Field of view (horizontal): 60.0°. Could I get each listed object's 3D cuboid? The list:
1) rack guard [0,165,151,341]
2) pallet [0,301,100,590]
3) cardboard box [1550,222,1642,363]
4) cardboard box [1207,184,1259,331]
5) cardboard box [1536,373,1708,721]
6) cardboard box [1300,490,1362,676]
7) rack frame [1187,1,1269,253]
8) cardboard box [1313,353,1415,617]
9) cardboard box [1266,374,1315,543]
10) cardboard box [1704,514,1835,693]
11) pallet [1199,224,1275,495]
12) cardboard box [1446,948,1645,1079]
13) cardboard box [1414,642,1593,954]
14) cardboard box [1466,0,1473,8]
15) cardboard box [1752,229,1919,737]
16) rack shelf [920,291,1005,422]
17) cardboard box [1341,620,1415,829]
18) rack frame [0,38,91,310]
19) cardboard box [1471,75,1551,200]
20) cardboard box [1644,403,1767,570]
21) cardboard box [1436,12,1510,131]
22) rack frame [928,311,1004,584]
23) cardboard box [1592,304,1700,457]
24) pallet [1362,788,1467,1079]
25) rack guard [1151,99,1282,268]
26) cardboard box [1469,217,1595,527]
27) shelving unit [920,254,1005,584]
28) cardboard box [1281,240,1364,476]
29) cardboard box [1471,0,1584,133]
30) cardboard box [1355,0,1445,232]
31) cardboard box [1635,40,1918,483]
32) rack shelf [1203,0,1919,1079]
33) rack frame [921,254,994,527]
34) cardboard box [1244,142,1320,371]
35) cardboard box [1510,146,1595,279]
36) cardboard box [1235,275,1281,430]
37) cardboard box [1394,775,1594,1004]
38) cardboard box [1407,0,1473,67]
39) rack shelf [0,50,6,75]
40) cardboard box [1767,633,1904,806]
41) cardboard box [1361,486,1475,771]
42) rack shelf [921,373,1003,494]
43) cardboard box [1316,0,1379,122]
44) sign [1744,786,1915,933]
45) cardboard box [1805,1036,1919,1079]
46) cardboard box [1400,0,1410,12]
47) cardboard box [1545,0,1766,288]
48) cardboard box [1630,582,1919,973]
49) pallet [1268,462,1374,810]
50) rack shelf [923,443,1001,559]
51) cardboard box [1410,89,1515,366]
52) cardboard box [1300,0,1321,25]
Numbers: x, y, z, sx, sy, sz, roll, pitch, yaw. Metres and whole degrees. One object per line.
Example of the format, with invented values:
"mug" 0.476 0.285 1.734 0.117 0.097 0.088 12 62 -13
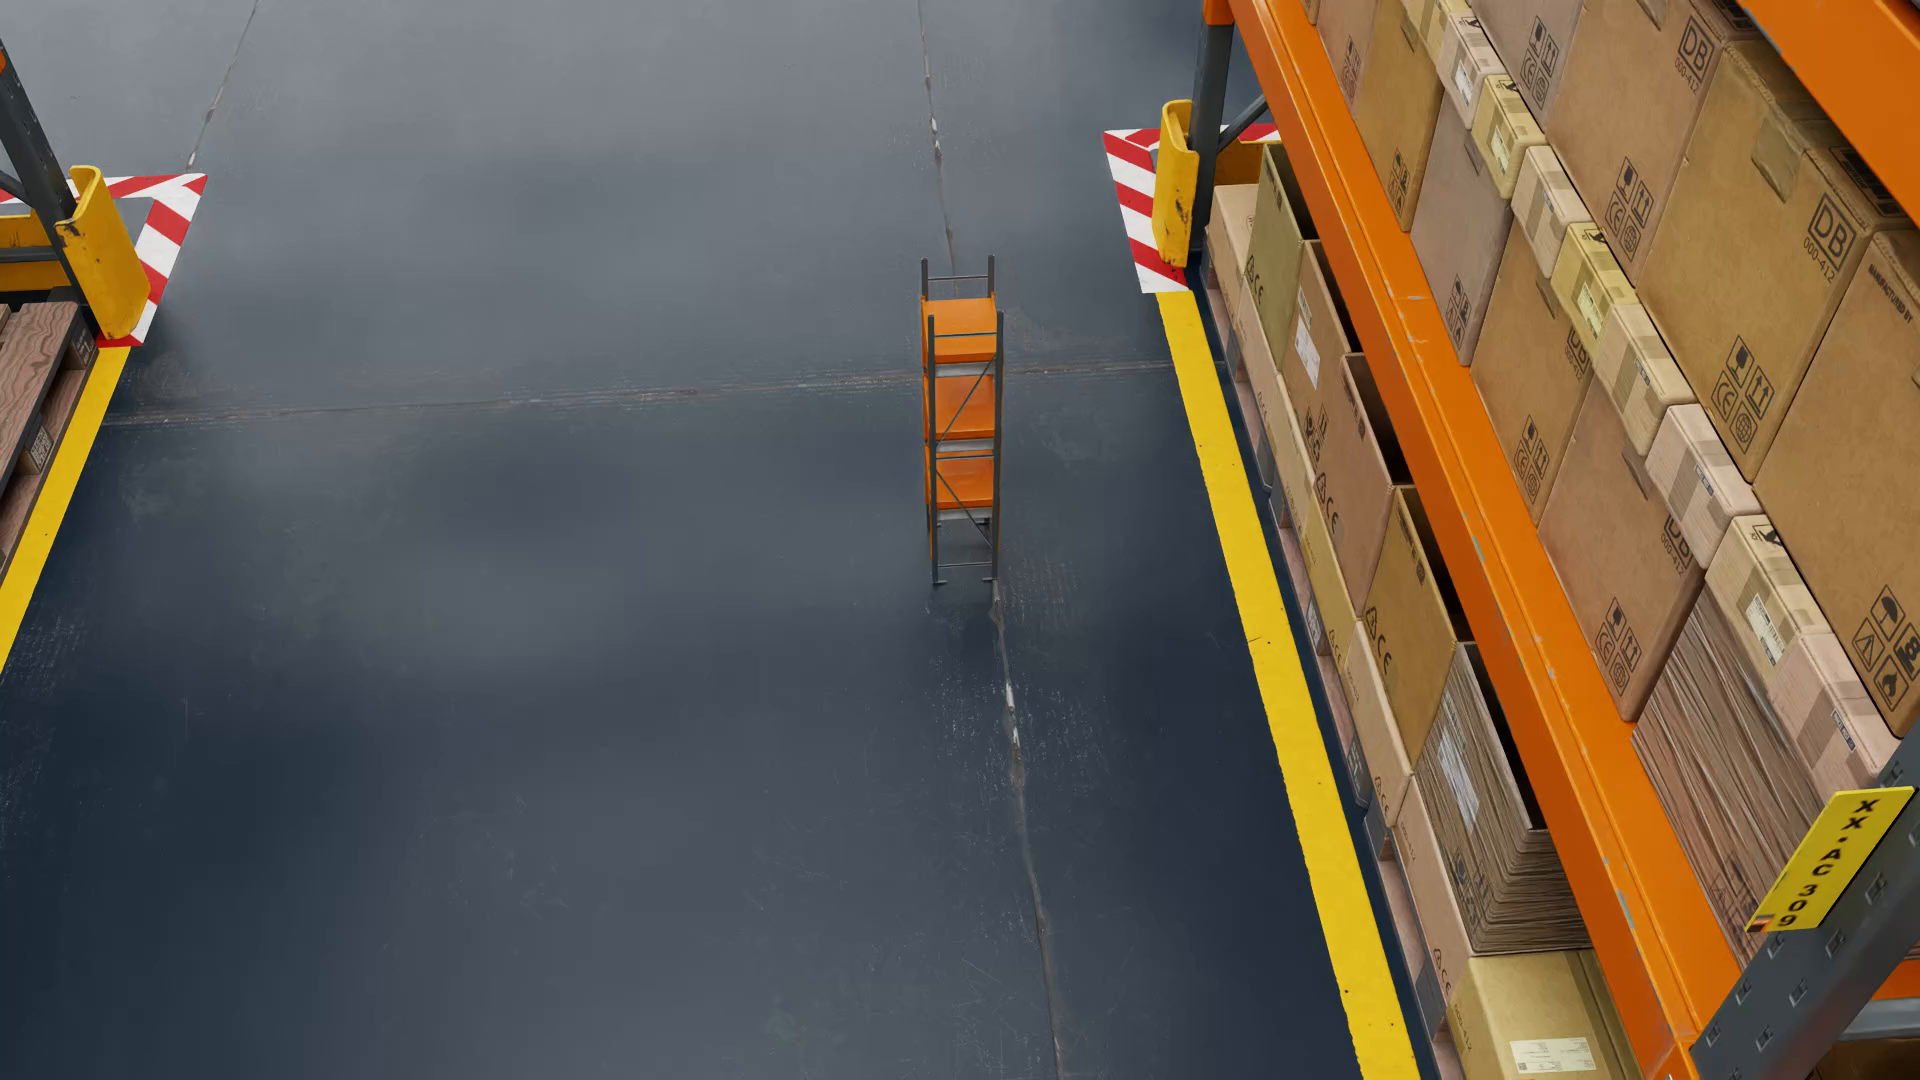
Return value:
"rack guard" -3.552 -0.978 5.832 1.175 0.500 0.348 -3 47 -3
"pallet" -3.489 -0.290 5.380 1.003 0.211 1.213 -3 47 -3
"cardboard box" 1.346 -0.471 3.115 0.380 0.149 0.250 -4 47 -3
"cardboard box" 1.154 -0.985 5.722 0.500 0.250 0.500 -3 47 -3
"cardboard box" 1.572 -0.030 3.144 0.700 0.500 0.500 -4 47 -4
"cardboard box" 1.278 0.100 4.694 0.500 0.250 0.500 -3 47 -3
"rack frame" 1.331 -2.188 5.256 1.000 3.000 0.127 -3 47 -3
"cardboard box" 1.277 -0.158 4.421 0.500 0.500 0.500 -3 47 -3
"cardboard box" 1.241 -0.262 5.037 0.500 0.250 0.500 -3 47 -3
"cardboard box" 1.411 0.086 2.587 0.380 0.149 0.250 -4 47 -4
"pallet" 1.437 -0.678 5.747 1.003 0.211 1.213 -3 47 -3
"cardboard box" 1.409 1.185 3.666 0.500 0.250 0.500 -3 47 -3
"cardboard box" 1.379 0.565 3.737 0.500 0.500 0.500 -3 47 -3
"cardboard box" 1.454 -1.547 3.686 0.700 0.500 0.500 -3 47 -3
"cardboard box" 1.622 -0.095 2.312 0.700 0.500 0.500 -3 47 -3
"rack shelf" 0.004 -0.510 4.634 0.215 0.259 0.240 -3 47 -3
"cardboard box" 1.321 0.462 4.351 0.500 0.250 0.500 -3 47 -3
"rack frame" -3.605 -1.889 4.973 1.000 3.000 0.127 -3 47 -3
"cardboard box" 1.300 -0.846 3.469 0.380 0.149 0.250 -2 47 -2
"cardboard box" 1.386 -0.103 2.766 0.380 0.149 0.250 -5 47 -4
"cardboard box" 1.277 -1.036 3.650 0.380 0.149 0.250 -3 47 -3
"rack frame" 0.015 -0.234 4.749 0.200 1.050 0.008 -3 47 -3
"cardboard box" 1.363 -0.293 2.946 0.380 0.149 0.250 -4 47 -3
"pallet" 1.641 1.087 4.075 1.003 0.211 1.213 -3 47 -3
"rack guard" 1.329 -1.346 6.180 1.175 0.500 0.348 -3 47 -3
"cardboard box" 1.534 -0.393 3.488 0.700 0.500 0.500 -3 47 -3
"shelving unit" 0.004 -0.322 4.832 0.215 1.050 0.252 -3 47 -3
"cardboard box" 1.253 -0.520 4.765 0.500 0.500 0.500 -3 47 -3
"cardboard box" 1.496 -1.184 3.343 0.700 0.500 0.500 -3 47 -3
"cardboard box" 1.442 -1.144 4.199 0.700 0.500 0.500 -3 47 -3
"cardboard box" 1.579 -0.460 2.658 0.700 0.500 0.500 -4 47 -3
"rack shelf" 1.498 -0.493 4.147 1.077 0.370 4.000 -3 47 -3
"rack frame" -0.006 -0.411 4.916 0.200 1.050 0.008 -3 47 -3
"cardboard box" 1.198 -0.881 5.107 0.500 0.500 0.500 -3 47 -3
"cardboard box" 1.325 -0.654 3.287 0.380 0.149 0.250 -2 47 -2
"cardboard box" 1.200 -0.624 5.379 0.500 0.250 0.500 -3 47 -3
"cardboard box" 1.377 0.823 4.009 0.500 0.250 0.500 -3 47 -3
"cardboard box" 1.259 -1.217 3.821 0.380 0.149 0.250 -4 47 -4
"rack shelf" -3.438 -0.195 3.864 1.077 0.370 4.000 -3 47 -3
"cardboard box" 1.430 0.265 2.417 0.380 0.149 0.250 -4 47 -3
"cardboard box" 1.333 0.203 4.080 0.500 0.500 0.500 -3 47 -3
"rack shelf" 0.004 -0.315 4.840 0.215 0.259 0.240 -3 47 -3
"cardboard box" 1.406 -1.504 4.540 0.700 0.500 0.500 -2 47 -2
"sign" 1.113 0.416 2.139 0.100 0.325 0.005 -3 47 -3
"cardboard box" 1.939 0.895 3.425 0.500 0.500 0.500 -3 47 -3
"cardboard box" 1.237 -1.401 3.996 0.380 0.149 0.250 -5 47 -5
"cardboard box" 1.538 -0.823 3.001 0.700 0.500 0.500 -4 47 -3
"cardboard box" 1.622 0.351 2.783 0.700 0.500 0.500 -5 47 -4
"pallet" 1.536 0.202 4.913 1.003 0.211 1.213 -3 47 -3
"rack shelf" 0.004 -0.124 5.042 0.215 0.259 0.240 -3 47 -3
"cardboard box" 1.490 -0.764 3.838 0.700 0.500 0.500 -2 47 -2
"cardboard box" 1.357 -1.884 4.899 0.700 0.500 0.500 -3 47 -3
